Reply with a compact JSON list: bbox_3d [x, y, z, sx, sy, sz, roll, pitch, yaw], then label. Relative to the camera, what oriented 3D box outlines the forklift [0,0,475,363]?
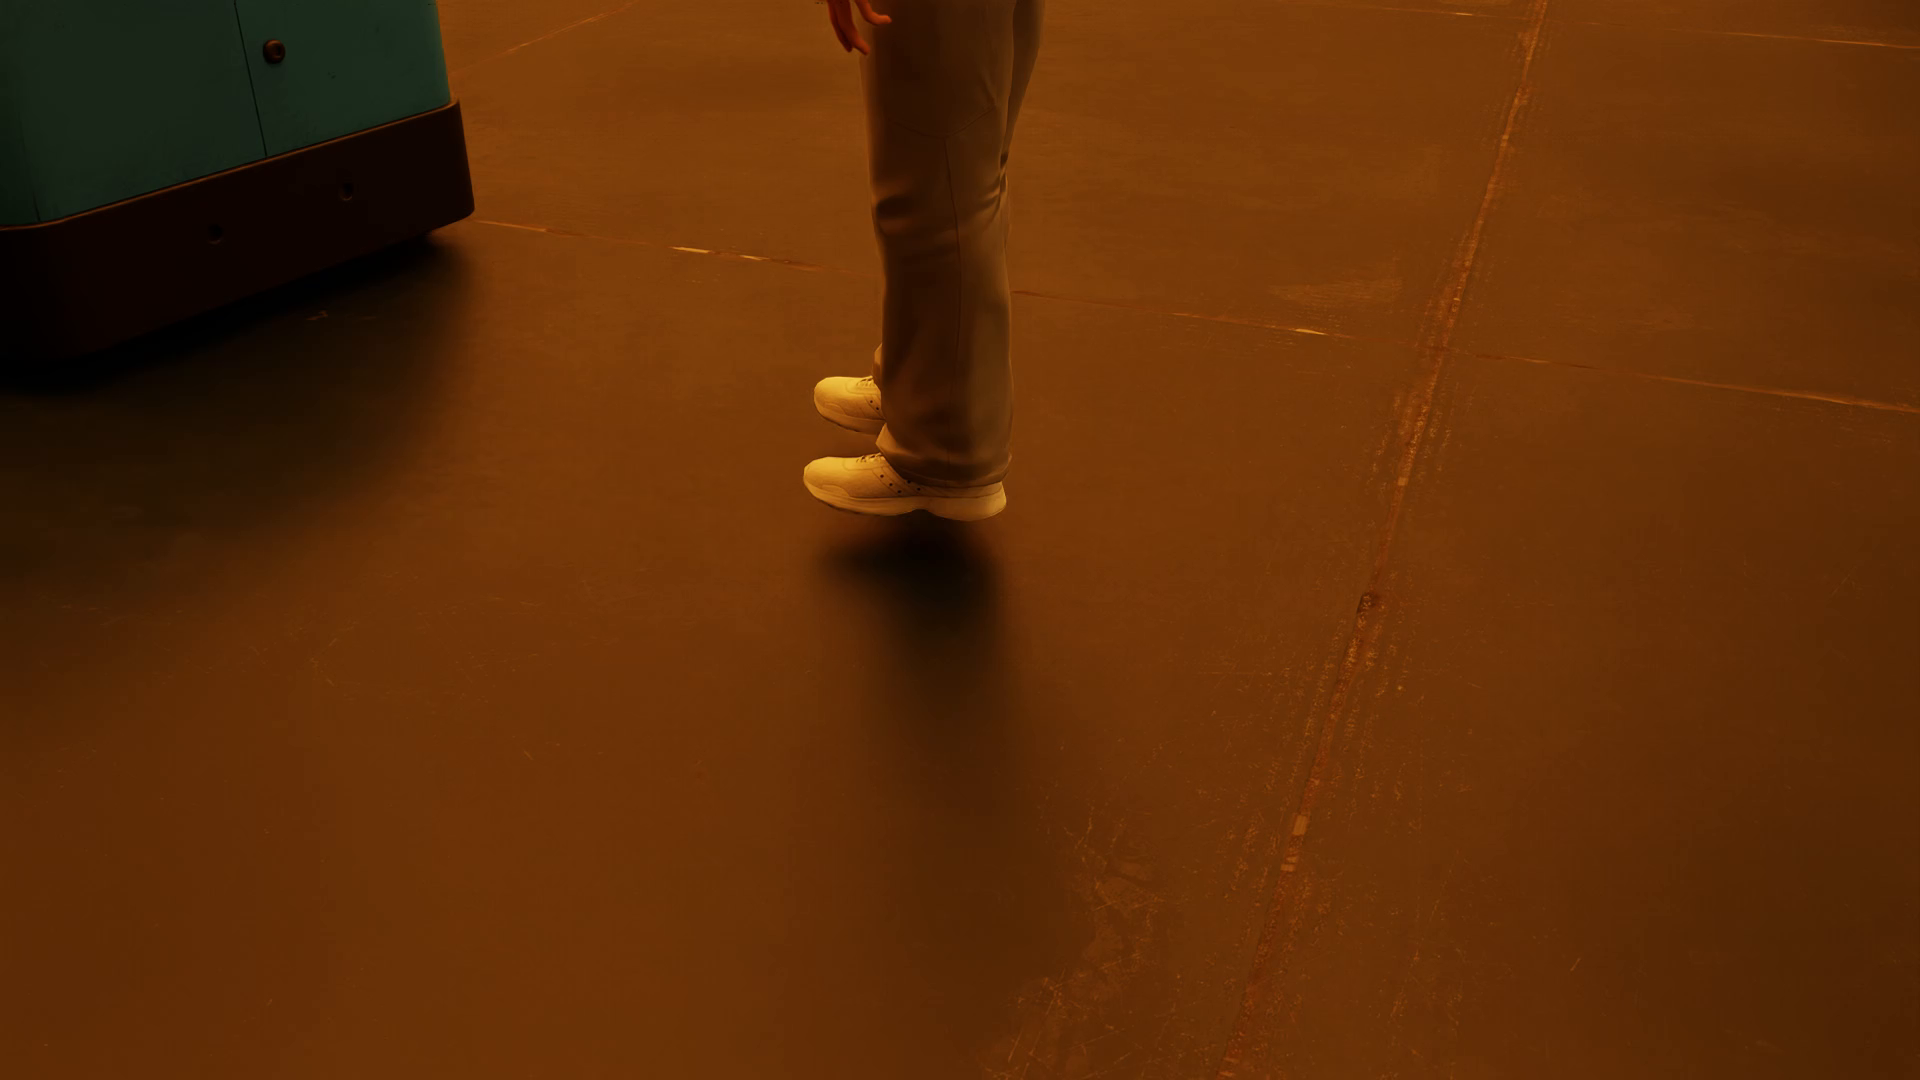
[{"bbox_3d":[-2.573,-2.124,3.276,3.031,2.935,1.130,18,34,28],"label":"forklift"}]

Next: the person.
[{"bbox_3d":[-0.064,-0.780,2.102,0.549,1.654,0.549,10,31,18],"label":"person"}]
